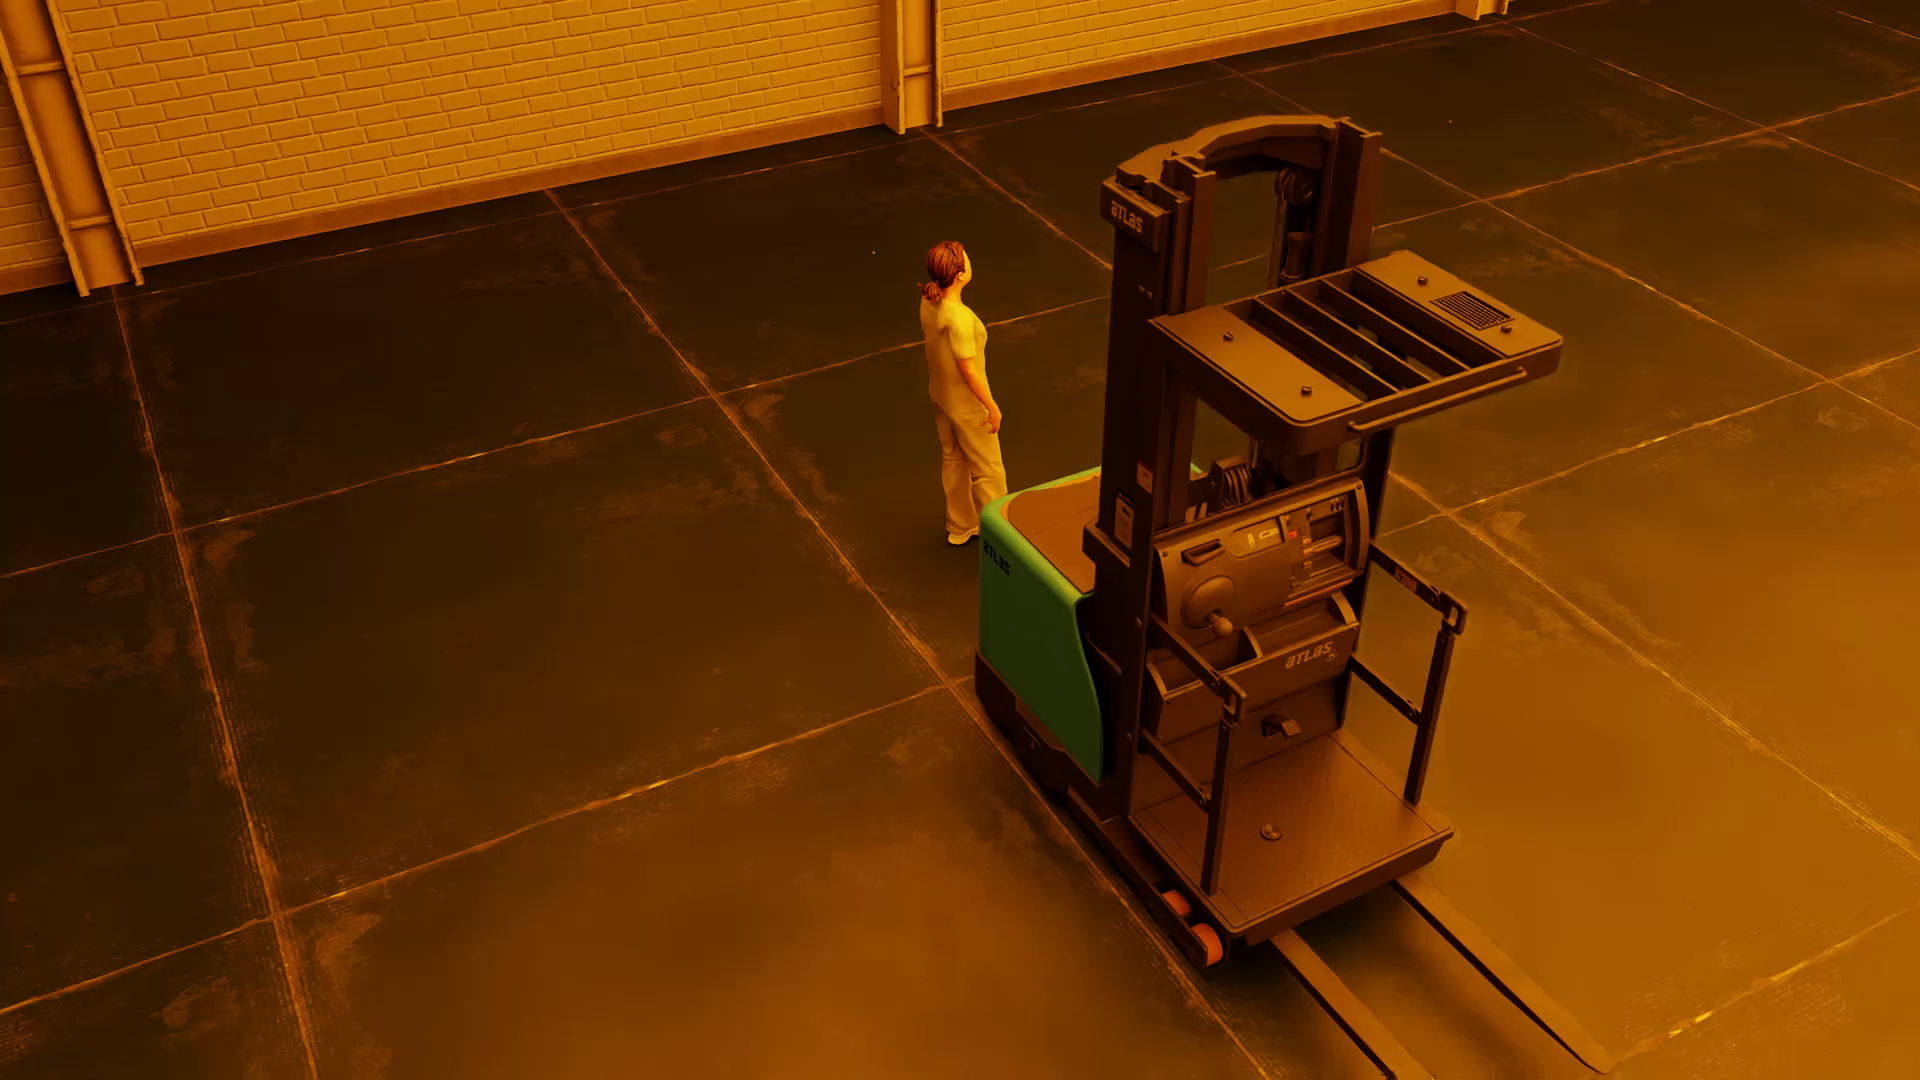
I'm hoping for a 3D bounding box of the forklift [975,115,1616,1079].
[{"bbox_3d":[1.226,0.130,5.939,1.130,2.935,3.031,-18,39,-23],"label":"forklift"}]

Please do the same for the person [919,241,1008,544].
[{"bbox_3d":[0.071,-0.703,8.193,0.549,1.675,0.549,-17,39,-23],"label":"person"}]
